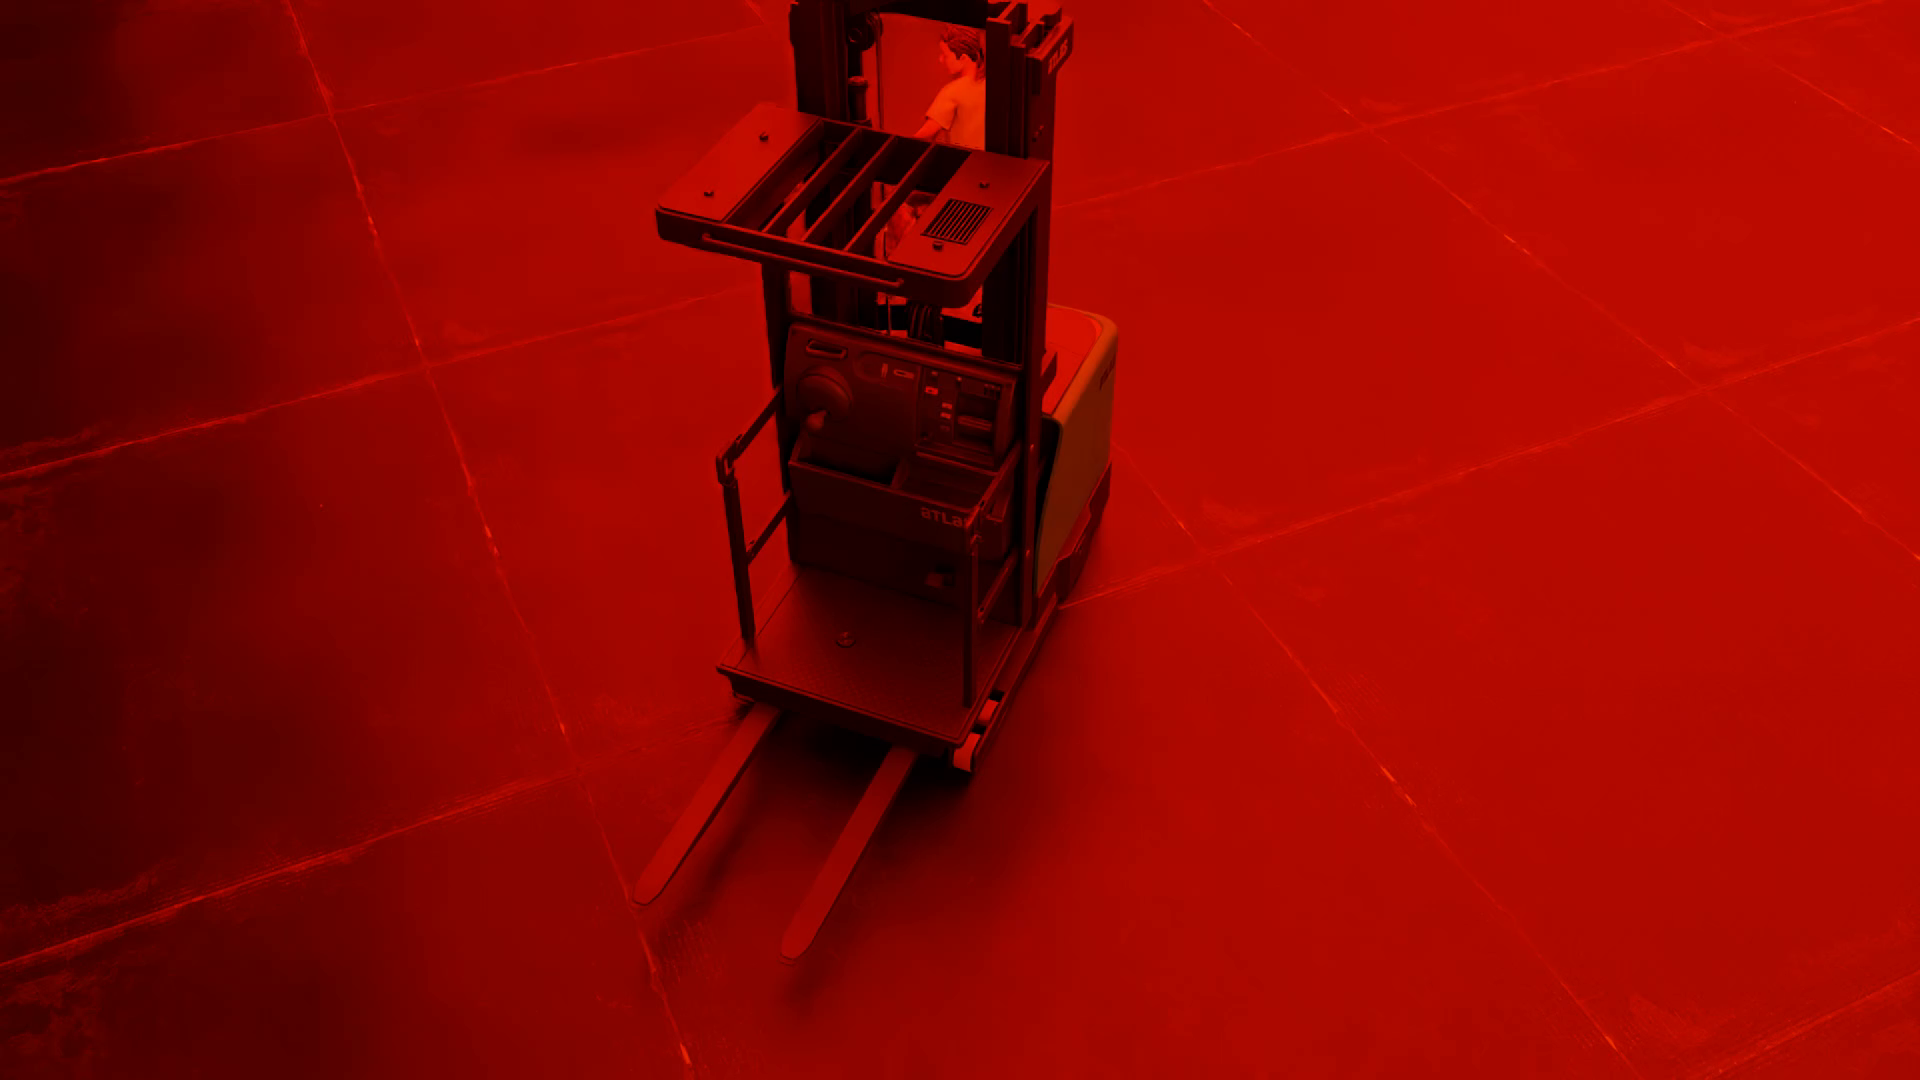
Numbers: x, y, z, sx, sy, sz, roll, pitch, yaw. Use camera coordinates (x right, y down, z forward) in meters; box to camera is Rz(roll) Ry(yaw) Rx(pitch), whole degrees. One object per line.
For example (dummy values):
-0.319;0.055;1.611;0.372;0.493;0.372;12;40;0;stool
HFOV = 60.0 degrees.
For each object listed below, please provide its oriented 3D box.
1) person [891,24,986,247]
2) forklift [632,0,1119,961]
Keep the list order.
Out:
-0.007;-2.018;8.884;0.890;1.562;0.496;-17;46;-18;person
-0.317;-0.457;6.170;1.130;2.935;3.031;16;45;16;forklift
